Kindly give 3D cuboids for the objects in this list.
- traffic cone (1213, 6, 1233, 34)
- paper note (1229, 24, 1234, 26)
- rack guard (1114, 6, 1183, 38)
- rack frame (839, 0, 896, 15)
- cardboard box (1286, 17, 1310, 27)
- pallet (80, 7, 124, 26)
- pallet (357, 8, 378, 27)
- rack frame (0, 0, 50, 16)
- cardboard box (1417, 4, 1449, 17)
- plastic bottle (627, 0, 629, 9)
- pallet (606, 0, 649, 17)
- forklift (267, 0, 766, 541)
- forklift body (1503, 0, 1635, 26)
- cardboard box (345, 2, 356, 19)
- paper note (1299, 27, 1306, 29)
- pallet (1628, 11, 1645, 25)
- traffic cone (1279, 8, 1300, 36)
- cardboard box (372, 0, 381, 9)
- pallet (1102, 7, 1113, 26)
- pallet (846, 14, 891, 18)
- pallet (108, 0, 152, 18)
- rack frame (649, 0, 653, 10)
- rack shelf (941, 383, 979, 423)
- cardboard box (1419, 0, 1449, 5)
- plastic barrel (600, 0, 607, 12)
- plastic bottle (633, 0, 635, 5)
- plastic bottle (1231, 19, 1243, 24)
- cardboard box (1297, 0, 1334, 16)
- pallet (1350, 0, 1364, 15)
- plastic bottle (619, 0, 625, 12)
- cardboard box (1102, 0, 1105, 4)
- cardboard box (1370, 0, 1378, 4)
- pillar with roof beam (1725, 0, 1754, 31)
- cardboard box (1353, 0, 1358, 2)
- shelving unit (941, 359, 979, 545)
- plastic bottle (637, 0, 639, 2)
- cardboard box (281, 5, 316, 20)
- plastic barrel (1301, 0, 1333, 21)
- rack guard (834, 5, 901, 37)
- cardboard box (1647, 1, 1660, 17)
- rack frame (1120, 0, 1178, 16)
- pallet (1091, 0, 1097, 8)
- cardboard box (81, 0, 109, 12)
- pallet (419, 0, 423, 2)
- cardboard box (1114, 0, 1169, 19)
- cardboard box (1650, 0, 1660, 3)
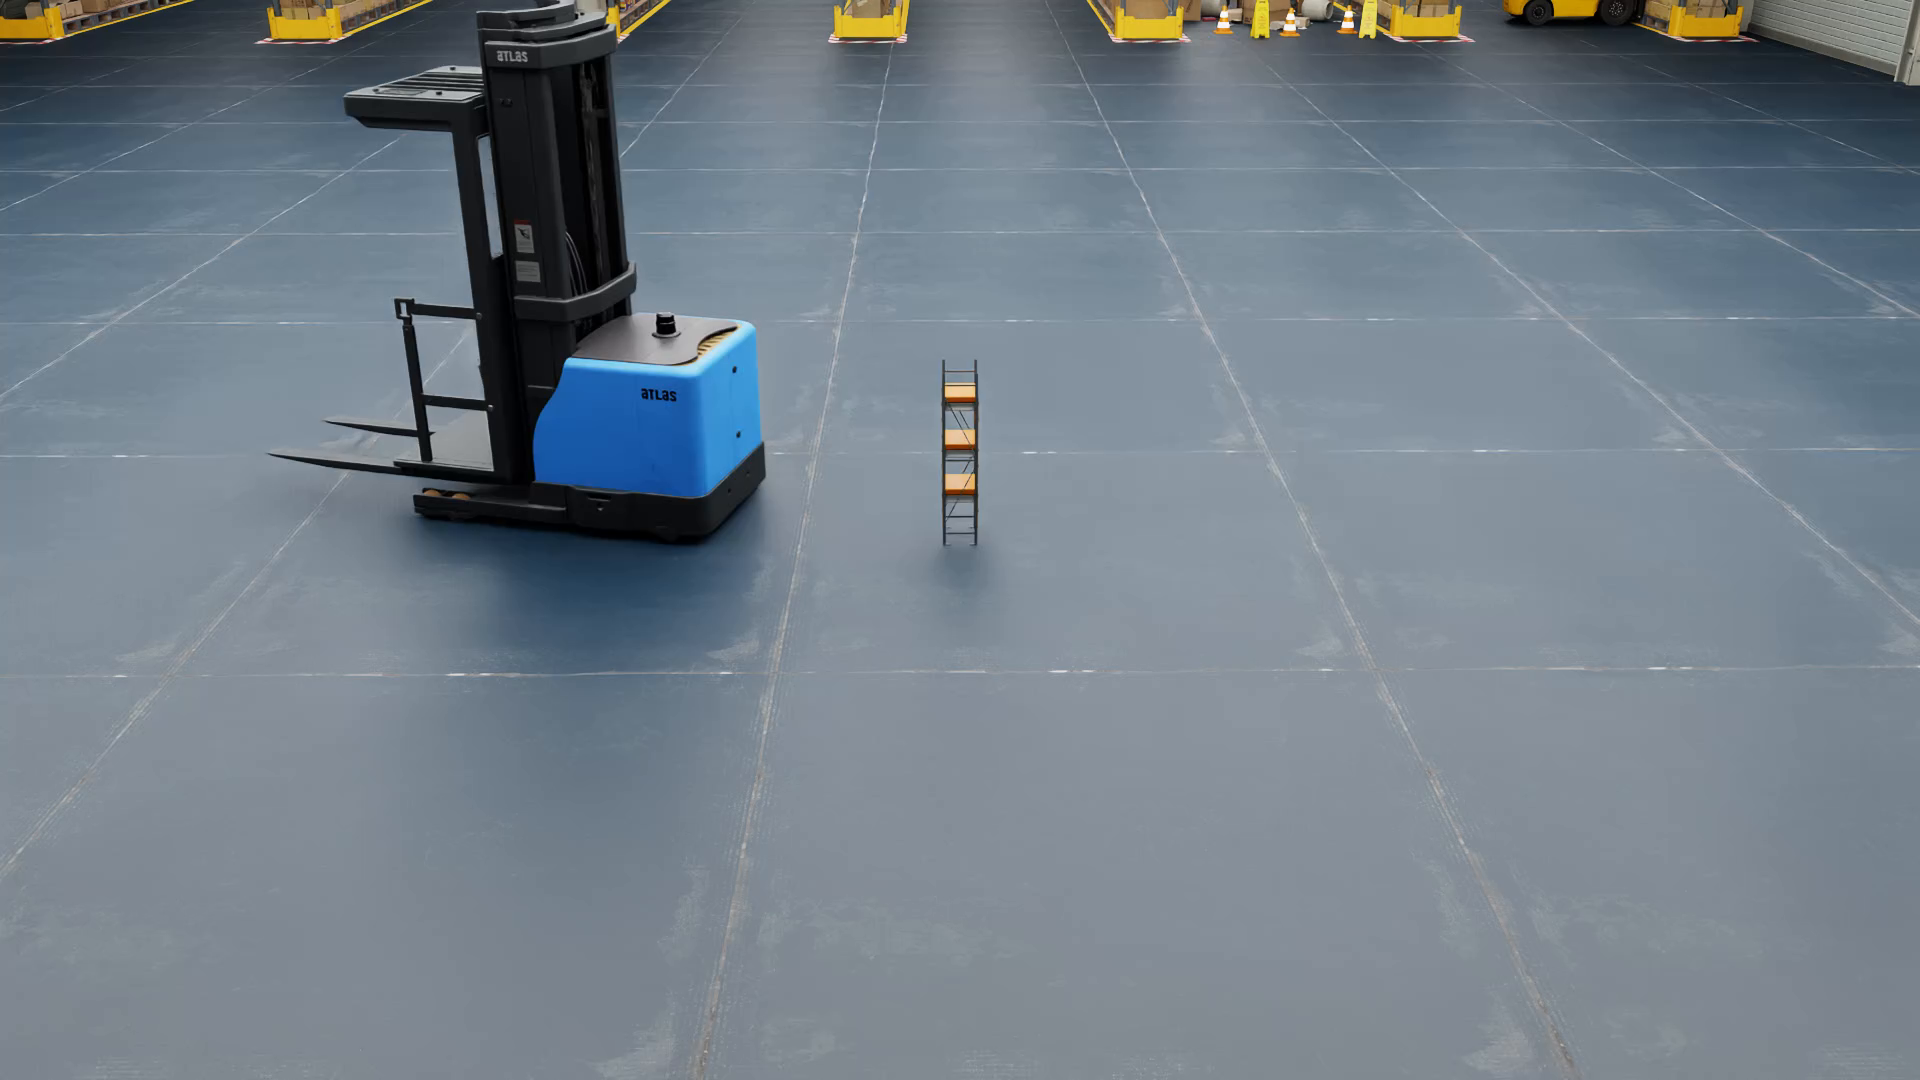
[{"bbox_3d":[4.744,-9.354,29.871,0.336,0.463,0.334,0,24,-1],"label":"traffic cone"},{"bbox_3d":[5.011,-9.568,30.870,0.144,0.017,0.142,8,26,18],"label":"paper note"},{"bbox_3d":[3.330,-9.136,29.343,1.175,0.500,0.348,0,24,-1],"label":"rack guard"},{"bbox_3d":[-1.631,-10.304,28.893,1.000,3.000,0.127,0,24,-1],"label":"rack frame"},{"bbox_3d":[6.245,-9.580,30.752,0.380,0.149,0.250,13,27,27],"label":"cardboard box"},{"bbox_3d":[-16.474,-9.835,31.238,1.003,0.211,1.213,0,24,-1],"label":"pallet"},{"bbox_3d":[-11.597,-9.807,31.178,1.003,0.211,1.213,0,24,-1],"label":"pallet"},{"bbox_3d":[-16.490,-10.237,28.745,1.000,3.000,0.127,0,24,-1],"label":"rack frame"},{"bbox_3d":[8.547,-9.621,30.209,0.500,0.250,0.500,0,24,-1],"label":"cardboard box"},{"bbox_3d":[-6.295,-10.129,31.283,0.097,0.271,0.097,0,24,0],"label":"plastic bottle"},{"bbox_3d":[-6.661,-10.383,32.450,1.003,0.211,1.213,0,24,-1],"label":"pallet"},{"bbox_3d":[-2.795,-1.649,9.840,3.031,2.935,1.130,6,25,14],"label":"forklift"},{"bbox_3d":[11.397,-10.759,30.929,2.313,2.155,1.214,0,24,-1],"label":"forklift body"},{"bbox_3d":[-11.329,-9.628,30.224,0.500,0.250,0.500,0,24,-1],"label":"cardboard box"},{"bbox_3d":[6.278,-9.376,30.445,0.148,0.019,0.142,-9,26,-19],"label":"paper note"},{"bbox_3d":[13.182,-9.918,31.424,1.003,0.211,1.213,0,24,-1],"label":"pallet"},{"bbox_3d":[5.878,-9.219,29.572,0.336,0.463,0.334,0,24,-1],"label":"traffic cone"},{"bbox_3d":[-11.341,-10.246,31.591,0.500,0.250,0.500,0,24,-1],"label":"cardboard box"},{"bbox_3d":[3.233,-9.845,31.261,1.003,0.211,1.213,0,24,-1],"label":"pallet"},{"bbox_3d":[-1.605,-9.400,30.277,1.003,0.211,1.213,0,24,-1],"label":"pallet"},{"bbox_3d":[-16.491,-10.338,32.353,1.003,0.211,1.213,0,24,-1],"label":"pallet"},{"bbox_3d":[-6.627,-11.930,32.488,1.000,3.000,0.127,0,24,-1],"label":"rack frame"},{"bbox_3d":[-0.001,-0.749,9.470,0.215,0.259,0.240,0,24,-1],"label":"rack shelf"},{"bbox_3d":[8.546,-9.972,30.076,0.500,0.500,0.500,-1,24,-2],"label":"cardboard box"},{"bbox_3d":[-6.672,-9.817,30.325,0.421,0.512,0.421,0,24,0],"label":"plastic barrel"},{"bbox_3d":[-6.326,-10.447,31.890,0.144,0.351,0.185,0,24,-1],"label":"plastic bottle"},{"bbox_3d":[5.172,-9.710,31.145,0.133,0.061,0.283,-9,26,-19],"label":"plastic bottle"},{"bbox_3d":[6.886,-10.412,32.161,0.500,0.500,0.500,19,30,35],"label":"cardboard box"},{"bbox_3d":[8.278,-10.450,32.599,1.003,0.211,1.213,0,24,-1],"label":"pallet"},{"bbox_3d":[-6.291,-9.988,30.970,0.097,0.271,0.097,0,24,0],"label":"plastic bottle"},{"bbox_3d":[3.223,-10.897,32.272,0.875,0.875,0.875,0,24,0],"label":"cardboard box"},{"bbox_3d":[7.992,-10.048,31.154,0.500,0.250,0.500,-1,24,-2],"label":"cardboard box"},{"bbox_3d":[9.831,-13.378,28.408,9.100,9.000,0.400,0,24,-1],"label":"pillar with roof beam"},{"bbox_3d":[7.972,-10.691,32.576,0.500,0.250,0.500,-1,24,-3],"label":"cardboard box"},{"bbox_3d":[-0.001,-0.500,9.582,0.215,1.050,0.252,0,24,-1],"label":"shelving unit"},{"bbox_3d":[-6.332,-10.660,32.359,0.144,0.351,0.185,-1,24,-2],"label":"plastic bottle"},{"bbox_3d":[-11.838,-9.419,29.764,0.500,0.250,0.500,0,24,-1],"label":"cardboard box"},{"bbox_3d":[6.742,-10.019,31.389,0.512,0.421,0.421,19,30,35],"label":"plastic barrel"},{"bbox_3d":[-1.631,-9.197,29.477,1.175,0.500,0.348,0,24,-1],"label":"rack guard"},{"bbox_3d":[12.925,-9.708,30.402,0.500,0.250,0.500,0,24,-1],"label":"cardboard box"},{"bbox_3d":[3.330,-10.285,28.850,1.000,3.000,0.127,0,24,-1],"label":"rack frame"},{"bbox_3d":[3.203,-10.980,33.771,1.003,0.211,1.213,0,24,-1],"label":"pallet"},{"bbox_3d":[-16.371,-10.122,30.989,0.700,0.500,0.500,-2,24,-4],"label":"cardboard box"},{"bbox_3d":[-11.643,-11.446,34.802,1.003,0.211,1.213,0,24,-1],"label":"pallet"},{"bbox_3d":[3.257,-9.787,29.819,0.875,0.875,0.875,0,24,0],"label":"cardboard box"},{"bbox_3d":[12.930,-9.945,30.319,0.500,0.250,0.500,0,24,-1],"label":"cardboard box"}]
